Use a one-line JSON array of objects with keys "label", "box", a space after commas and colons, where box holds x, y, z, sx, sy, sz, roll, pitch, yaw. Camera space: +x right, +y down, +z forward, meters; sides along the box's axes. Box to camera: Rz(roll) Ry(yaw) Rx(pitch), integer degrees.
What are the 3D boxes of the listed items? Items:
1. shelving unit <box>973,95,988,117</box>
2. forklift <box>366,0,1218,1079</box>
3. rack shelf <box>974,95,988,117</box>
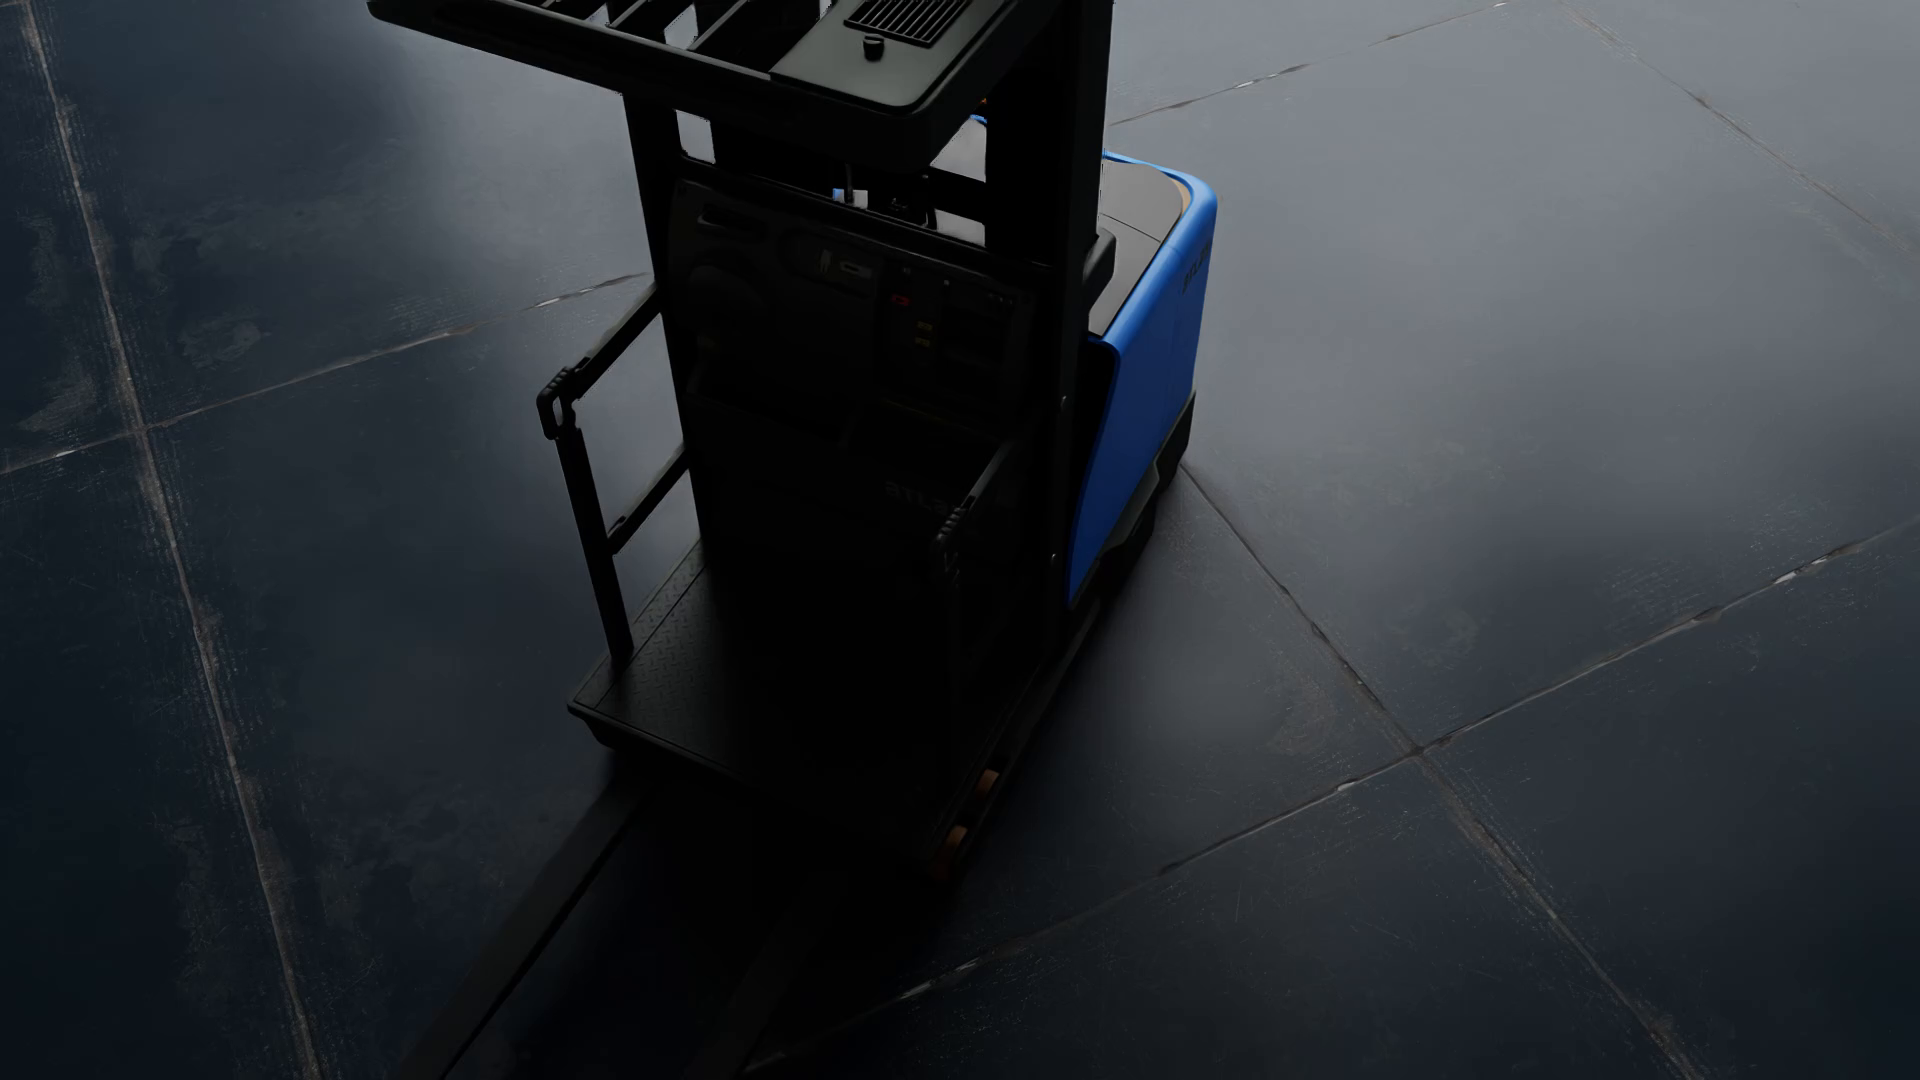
[{"label": "shelving unit", "box": [0.035, -1.192, 5.495, 0.258, 1.200, 0.503, -33, 56, -25]}, {"label": "forklift", "box": [-0.355, -0.439, 3.687, 1.130, 2.935, 3.031, 20, 52, 17]}, {"label": "rack shelf", "box": [0.035, -1.450, 5.199, 0.258, 0.148, 0.480, -33, 56, -25]}]
